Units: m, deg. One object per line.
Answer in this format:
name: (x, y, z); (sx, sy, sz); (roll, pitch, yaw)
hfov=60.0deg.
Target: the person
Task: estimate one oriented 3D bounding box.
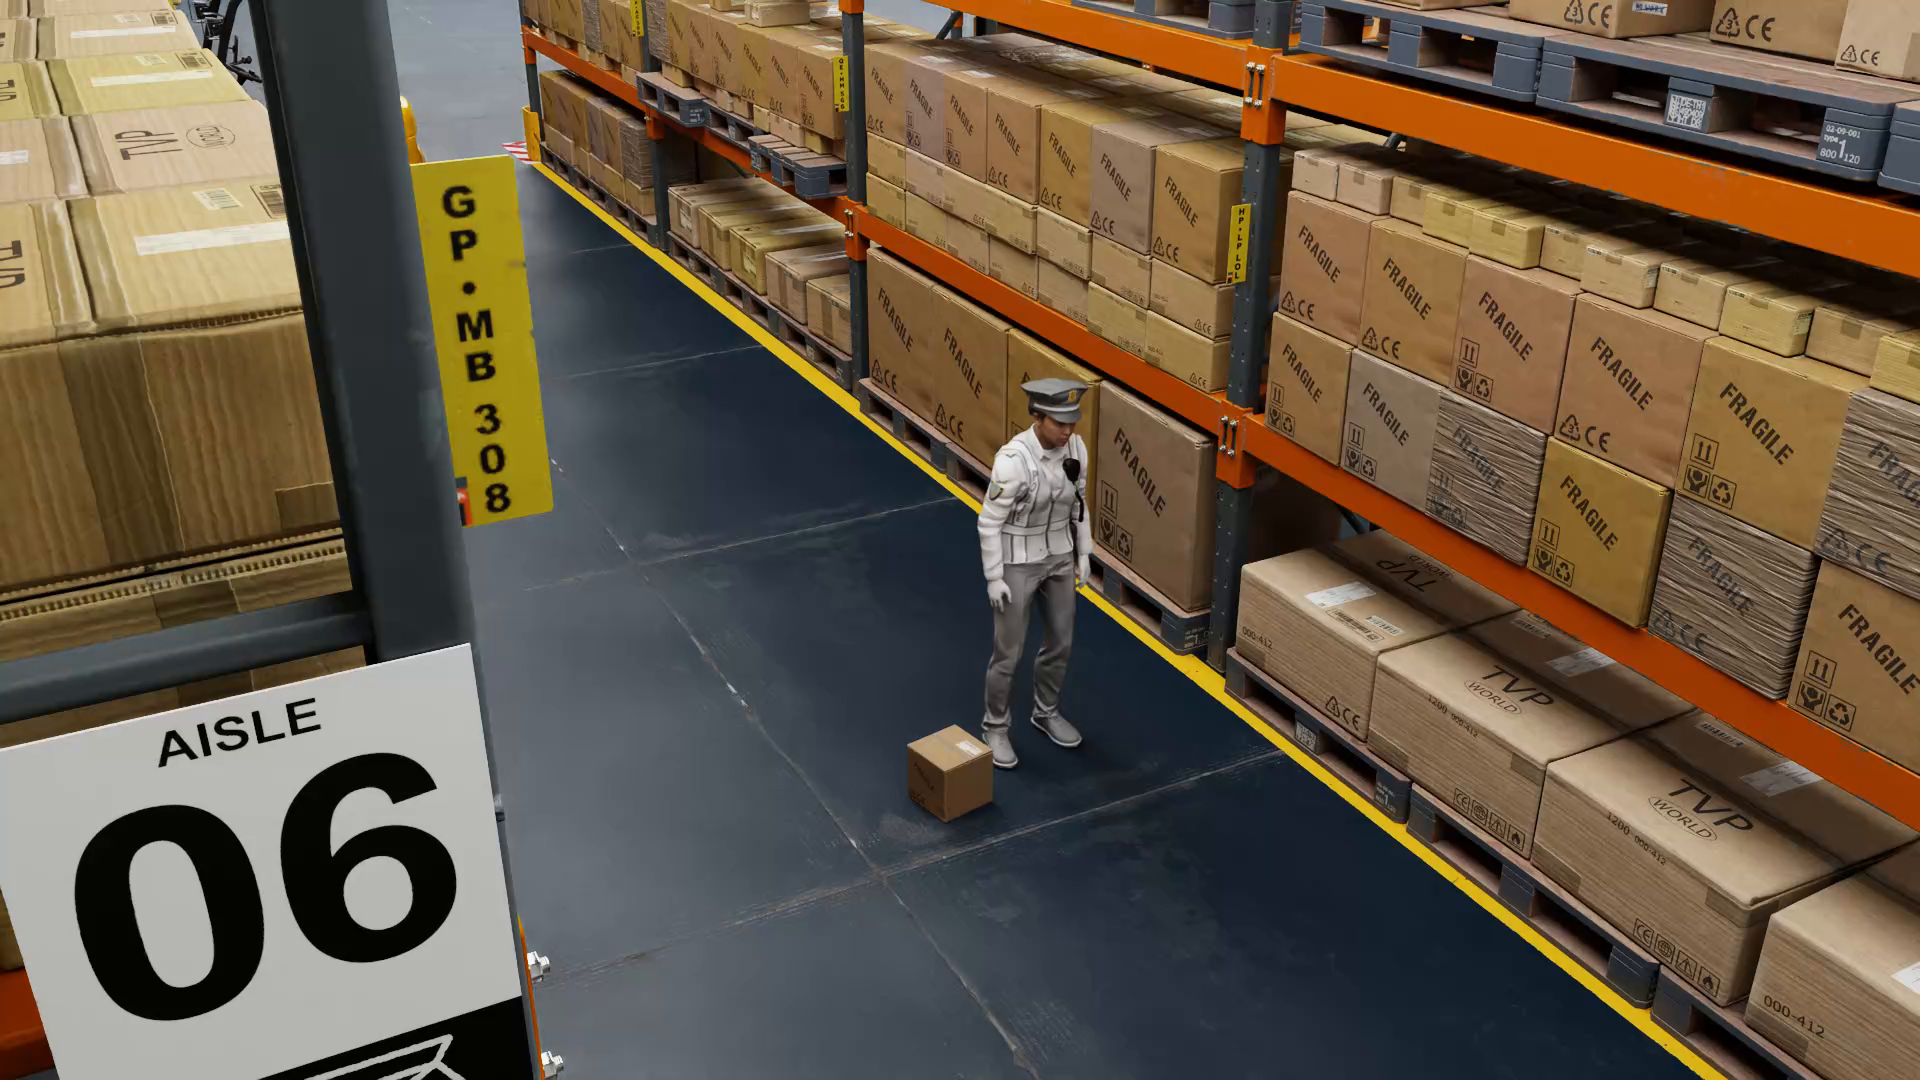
person: (0.327, 0.116, 6.865); (0.547, 1.663, 0.346); (-15, 29, -28)
